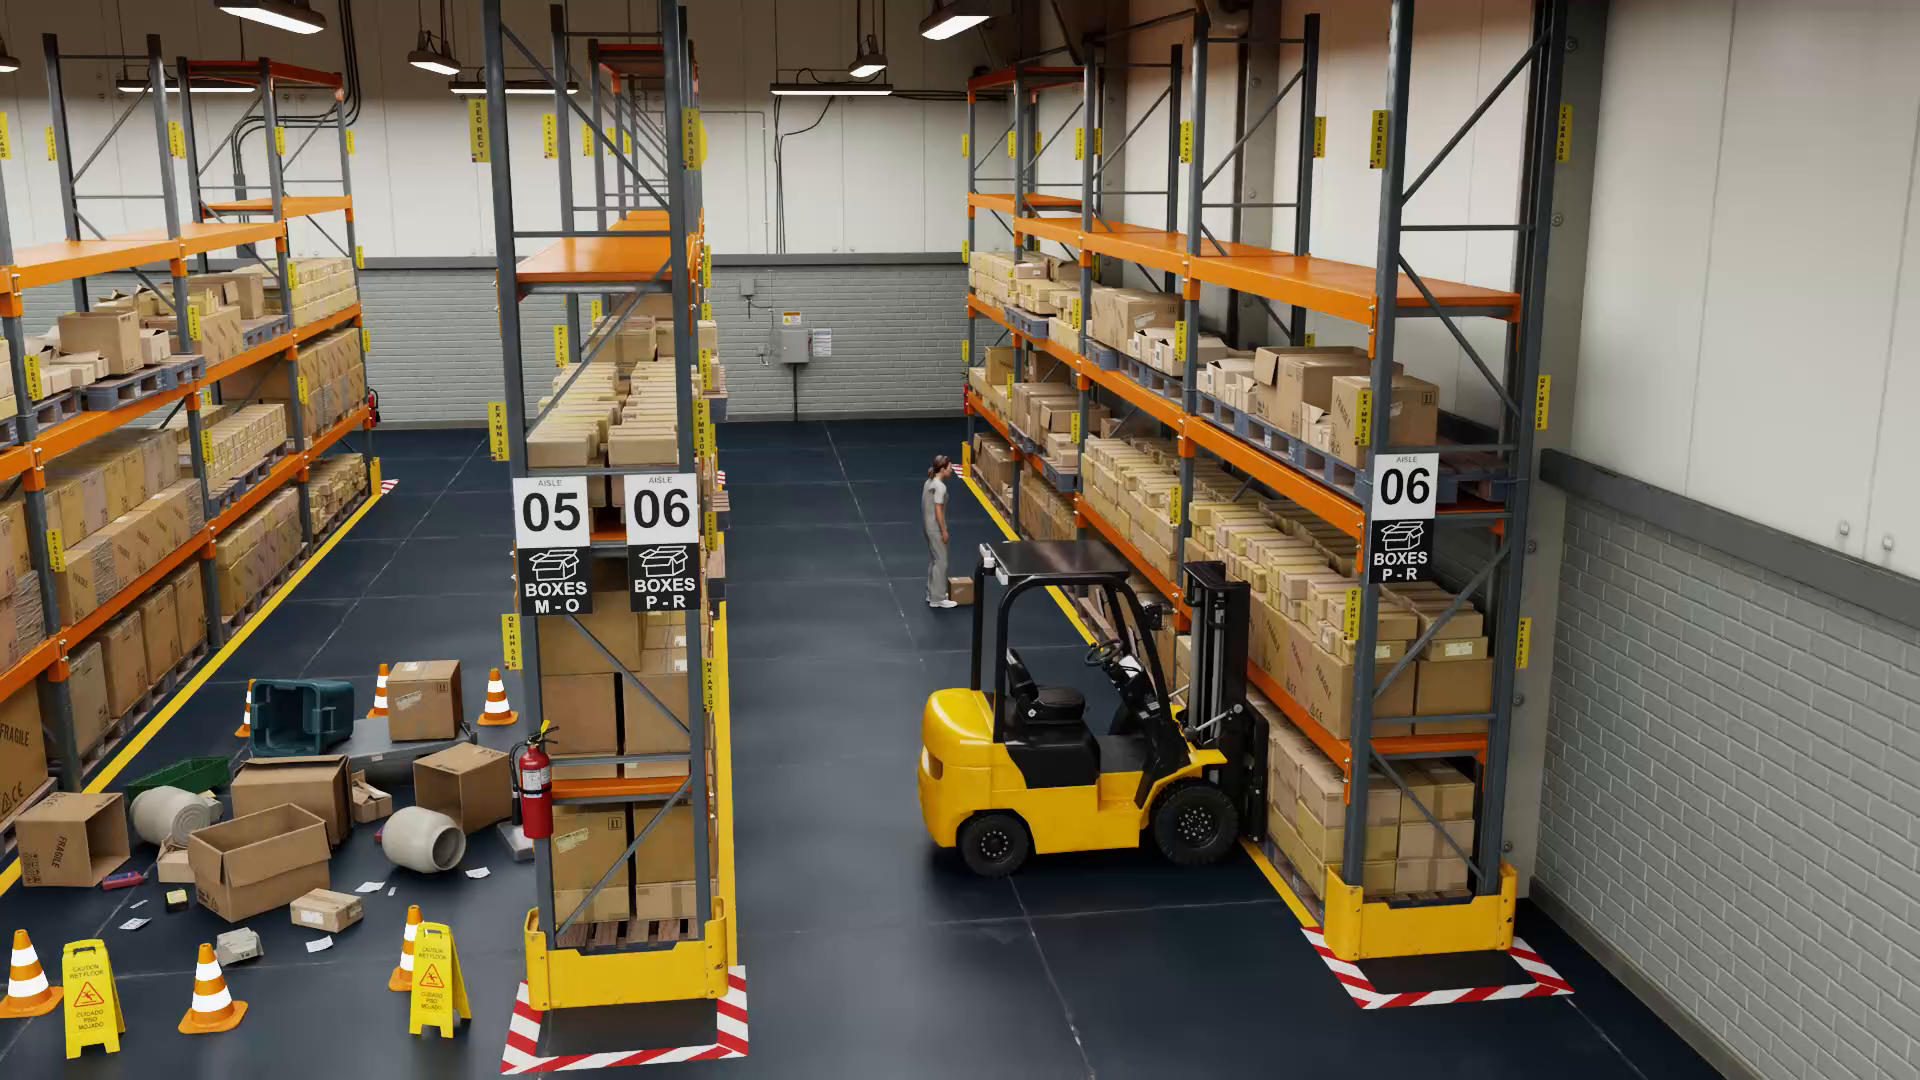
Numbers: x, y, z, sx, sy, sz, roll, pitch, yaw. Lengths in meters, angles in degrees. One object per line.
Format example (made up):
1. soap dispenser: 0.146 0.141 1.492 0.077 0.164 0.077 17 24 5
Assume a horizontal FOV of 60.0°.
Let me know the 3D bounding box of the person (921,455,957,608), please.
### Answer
1. person: -0.239 -0.111 18.464 0.359 1.672 0.514 -3 14 -12
